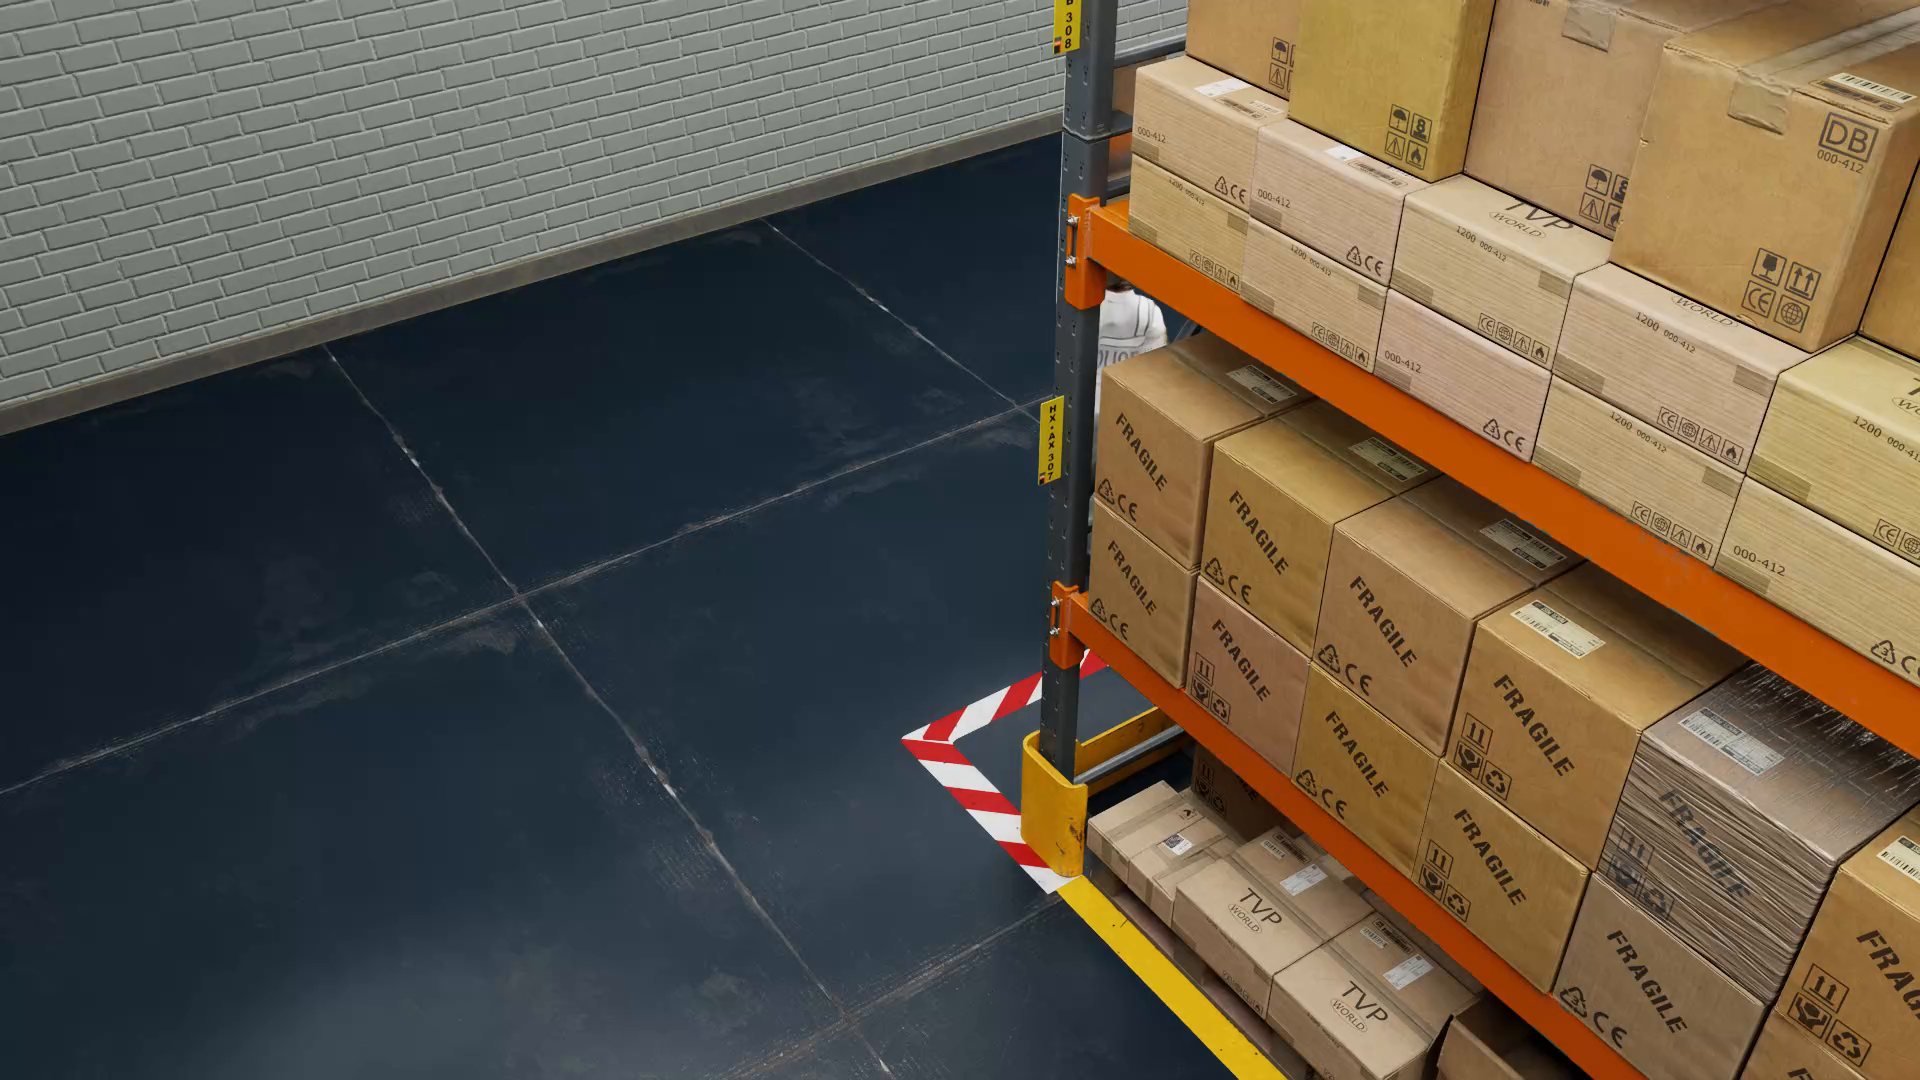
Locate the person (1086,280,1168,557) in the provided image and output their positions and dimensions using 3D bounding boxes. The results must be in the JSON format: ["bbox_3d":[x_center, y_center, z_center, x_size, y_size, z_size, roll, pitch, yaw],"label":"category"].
[{"bbox_3d":[0.777,-0.633,7.832,0.626,1.670,0.383,9,38,12],"label":"person"}]
